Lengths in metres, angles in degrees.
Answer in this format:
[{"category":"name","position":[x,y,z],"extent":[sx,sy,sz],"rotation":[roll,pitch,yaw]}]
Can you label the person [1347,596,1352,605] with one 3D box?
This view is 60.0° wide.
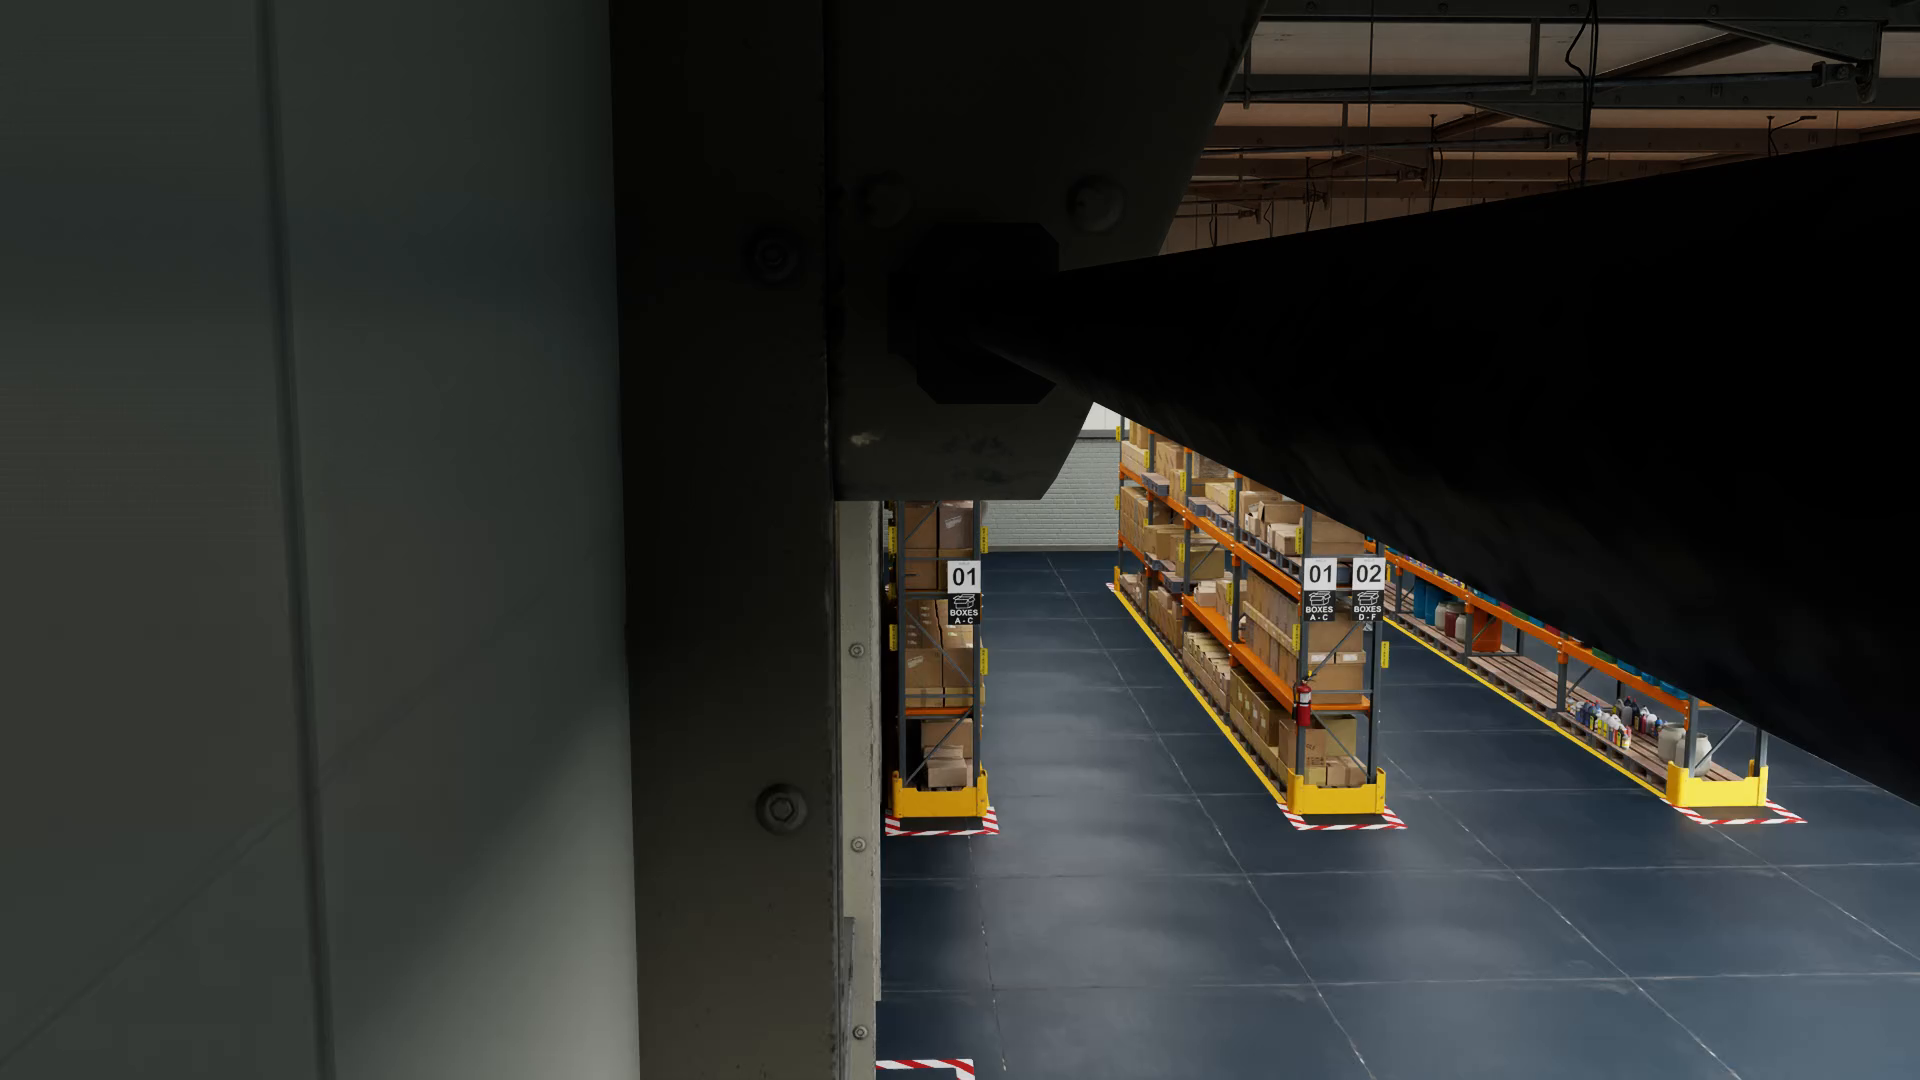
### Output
[{"category":"person","position":[7.643,0.896,32.358],"extent":[0.579,1.595,0.402],"rotation":[-2,9,-17]}]
